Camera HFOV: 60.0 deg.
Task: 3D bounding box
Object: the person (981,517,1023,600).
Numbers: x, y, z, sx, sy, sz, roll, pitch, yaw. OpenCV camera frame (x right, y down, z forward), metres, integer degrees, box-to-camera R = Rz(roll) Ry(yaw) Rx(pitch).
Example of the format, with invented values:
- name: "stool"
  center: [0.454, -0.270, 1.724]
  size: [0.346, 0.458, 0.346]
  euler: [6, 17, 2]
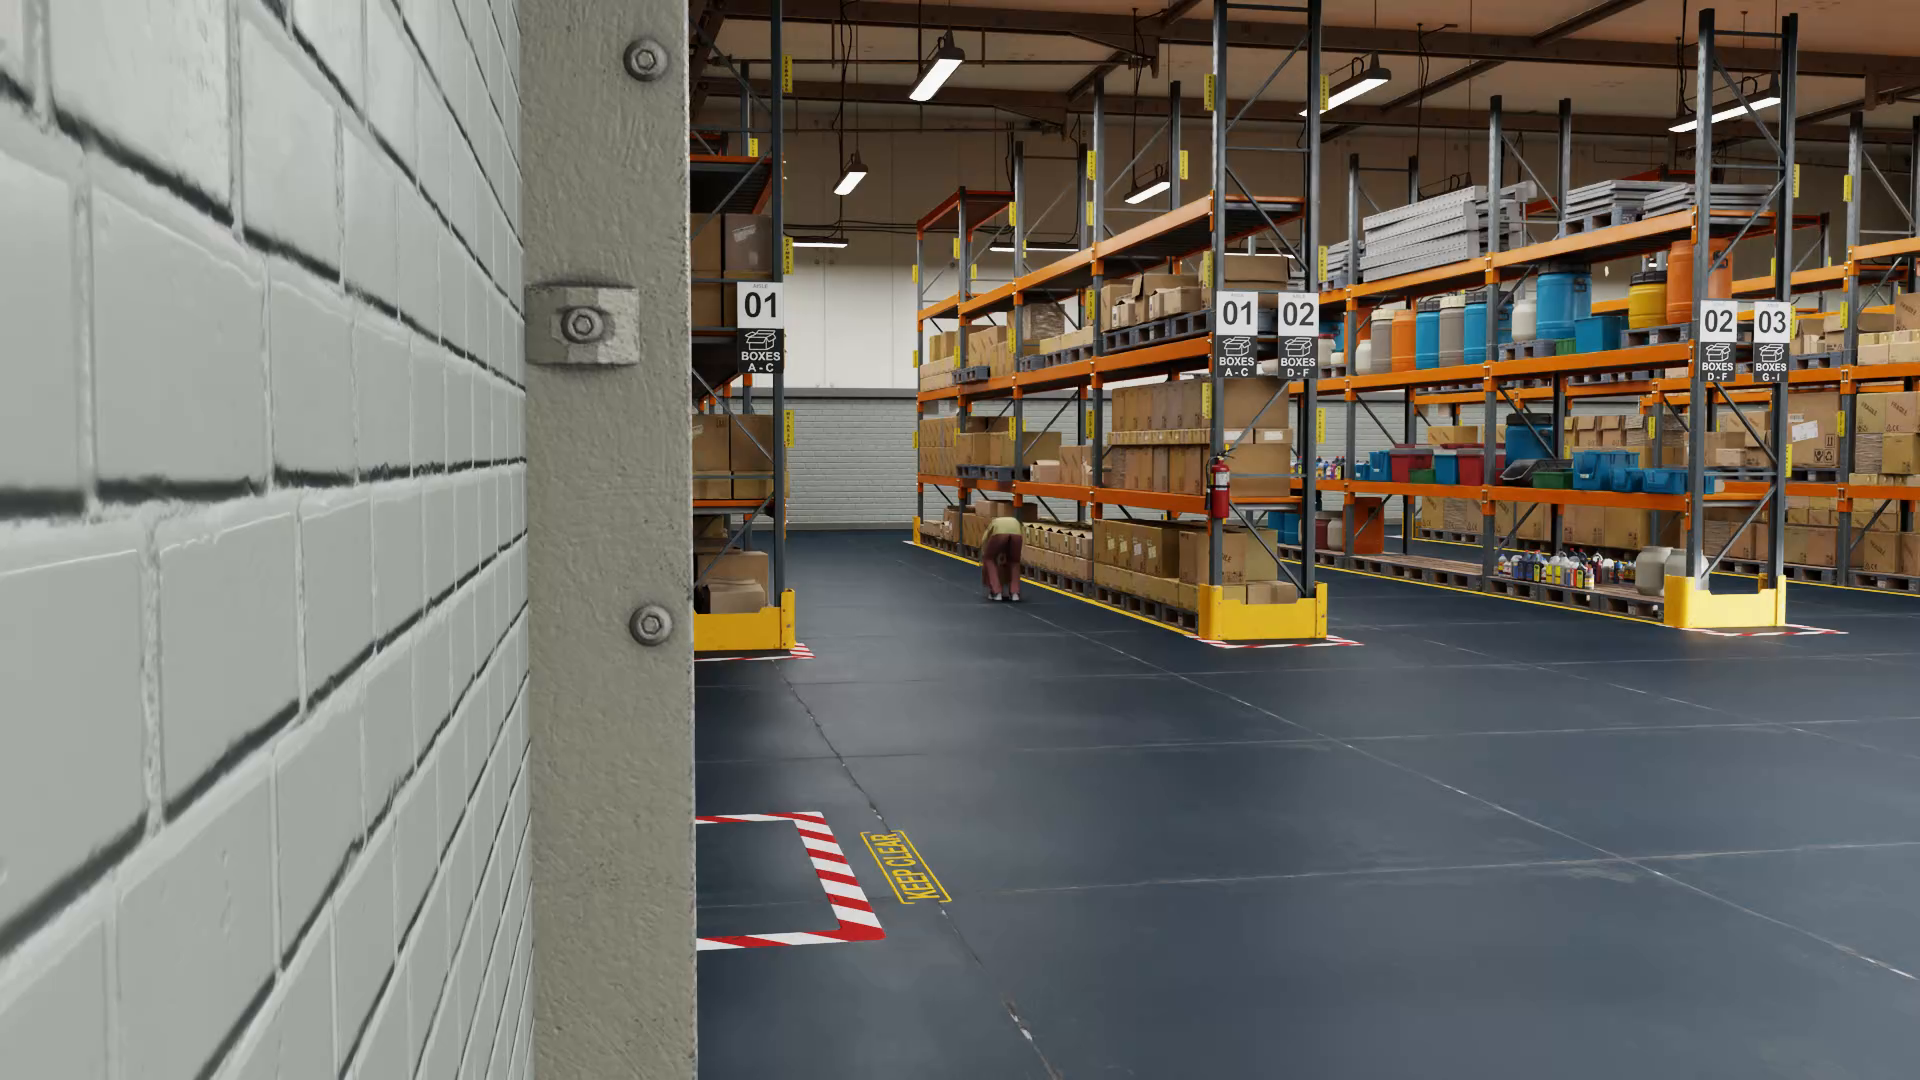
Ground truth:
- name: "person"
  center: [0.477, 0.207, 19.468]
  size: [0.442, 0.973, 0.860]
  euler: [-1, 3, -14]
